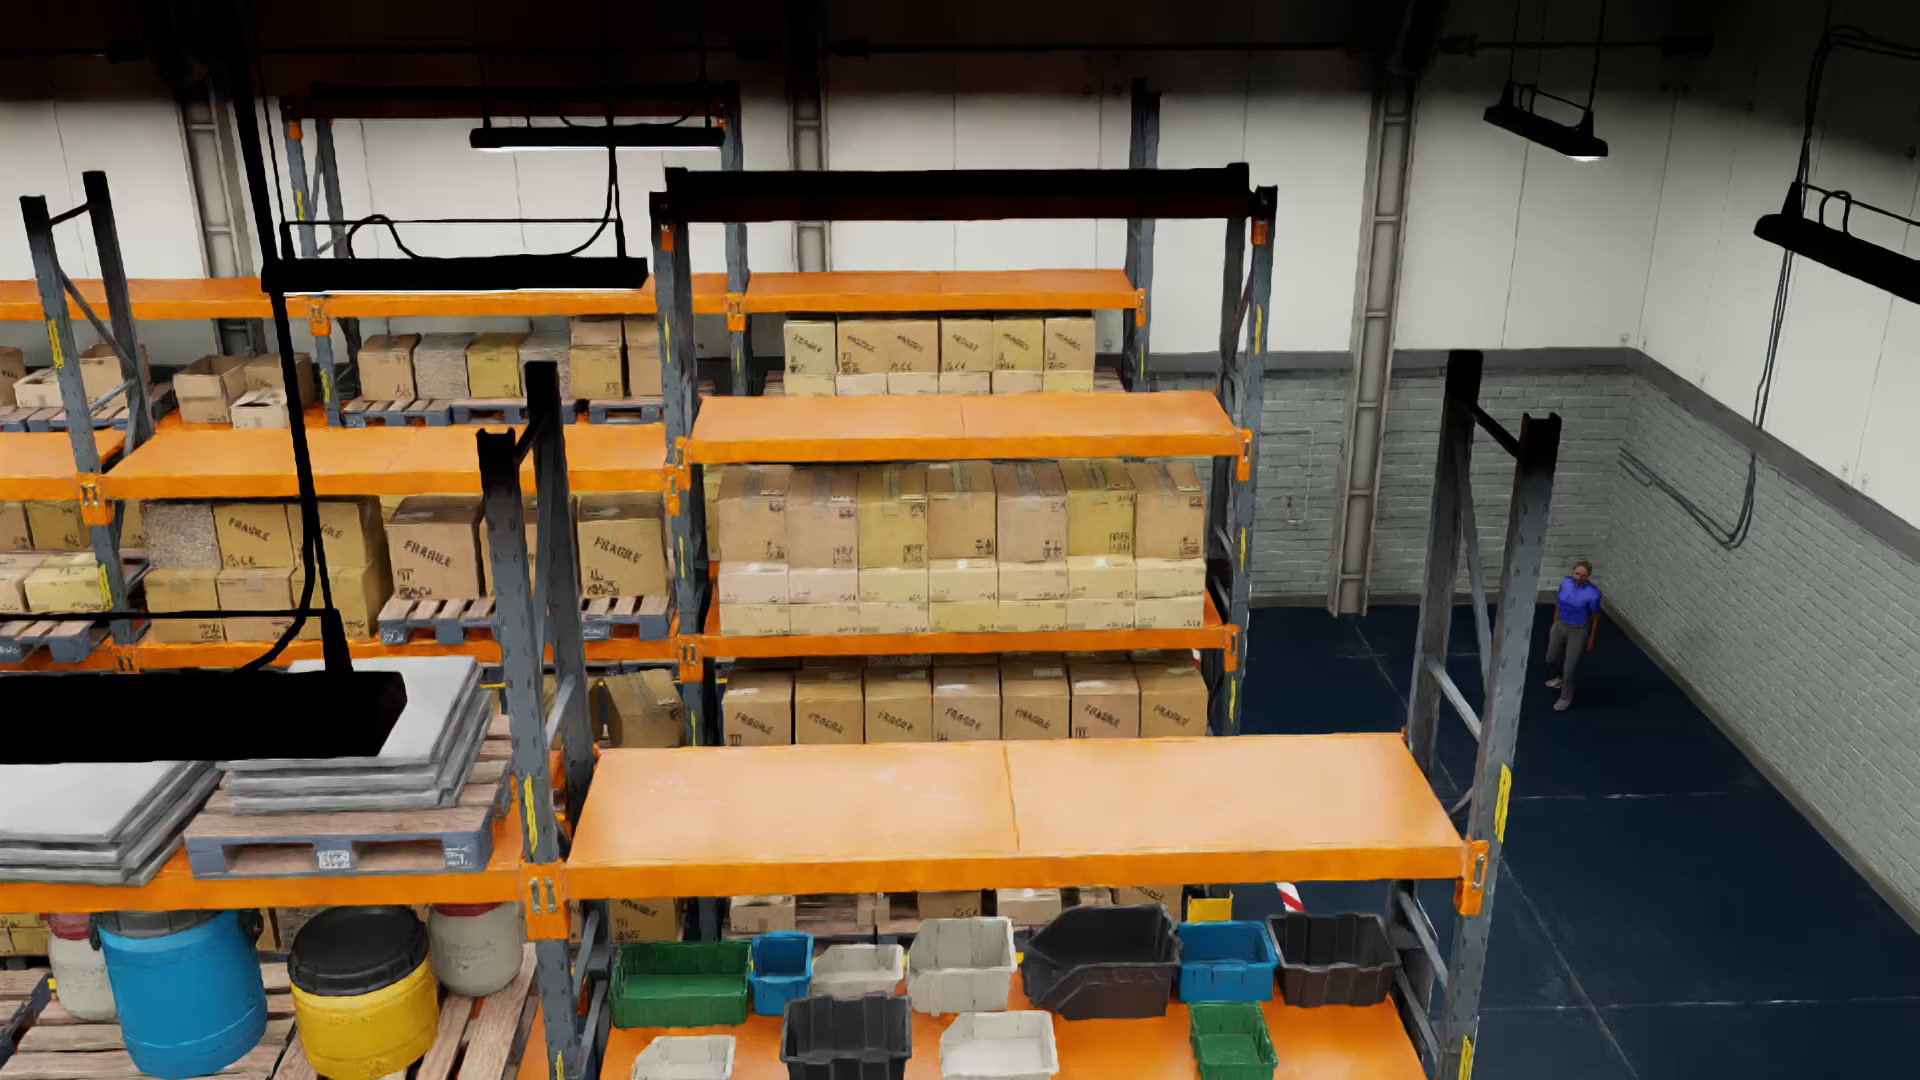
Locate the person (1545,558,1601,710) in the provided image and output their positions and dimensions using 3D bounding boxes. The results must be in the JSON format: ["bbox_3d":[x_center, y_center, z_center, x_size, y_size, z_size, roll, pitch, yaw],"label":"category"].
[{"bbox_3d":[6.206,0.893,16.775,0.527,1.646,0.517,-17,28,-36],"label":"person"}]
